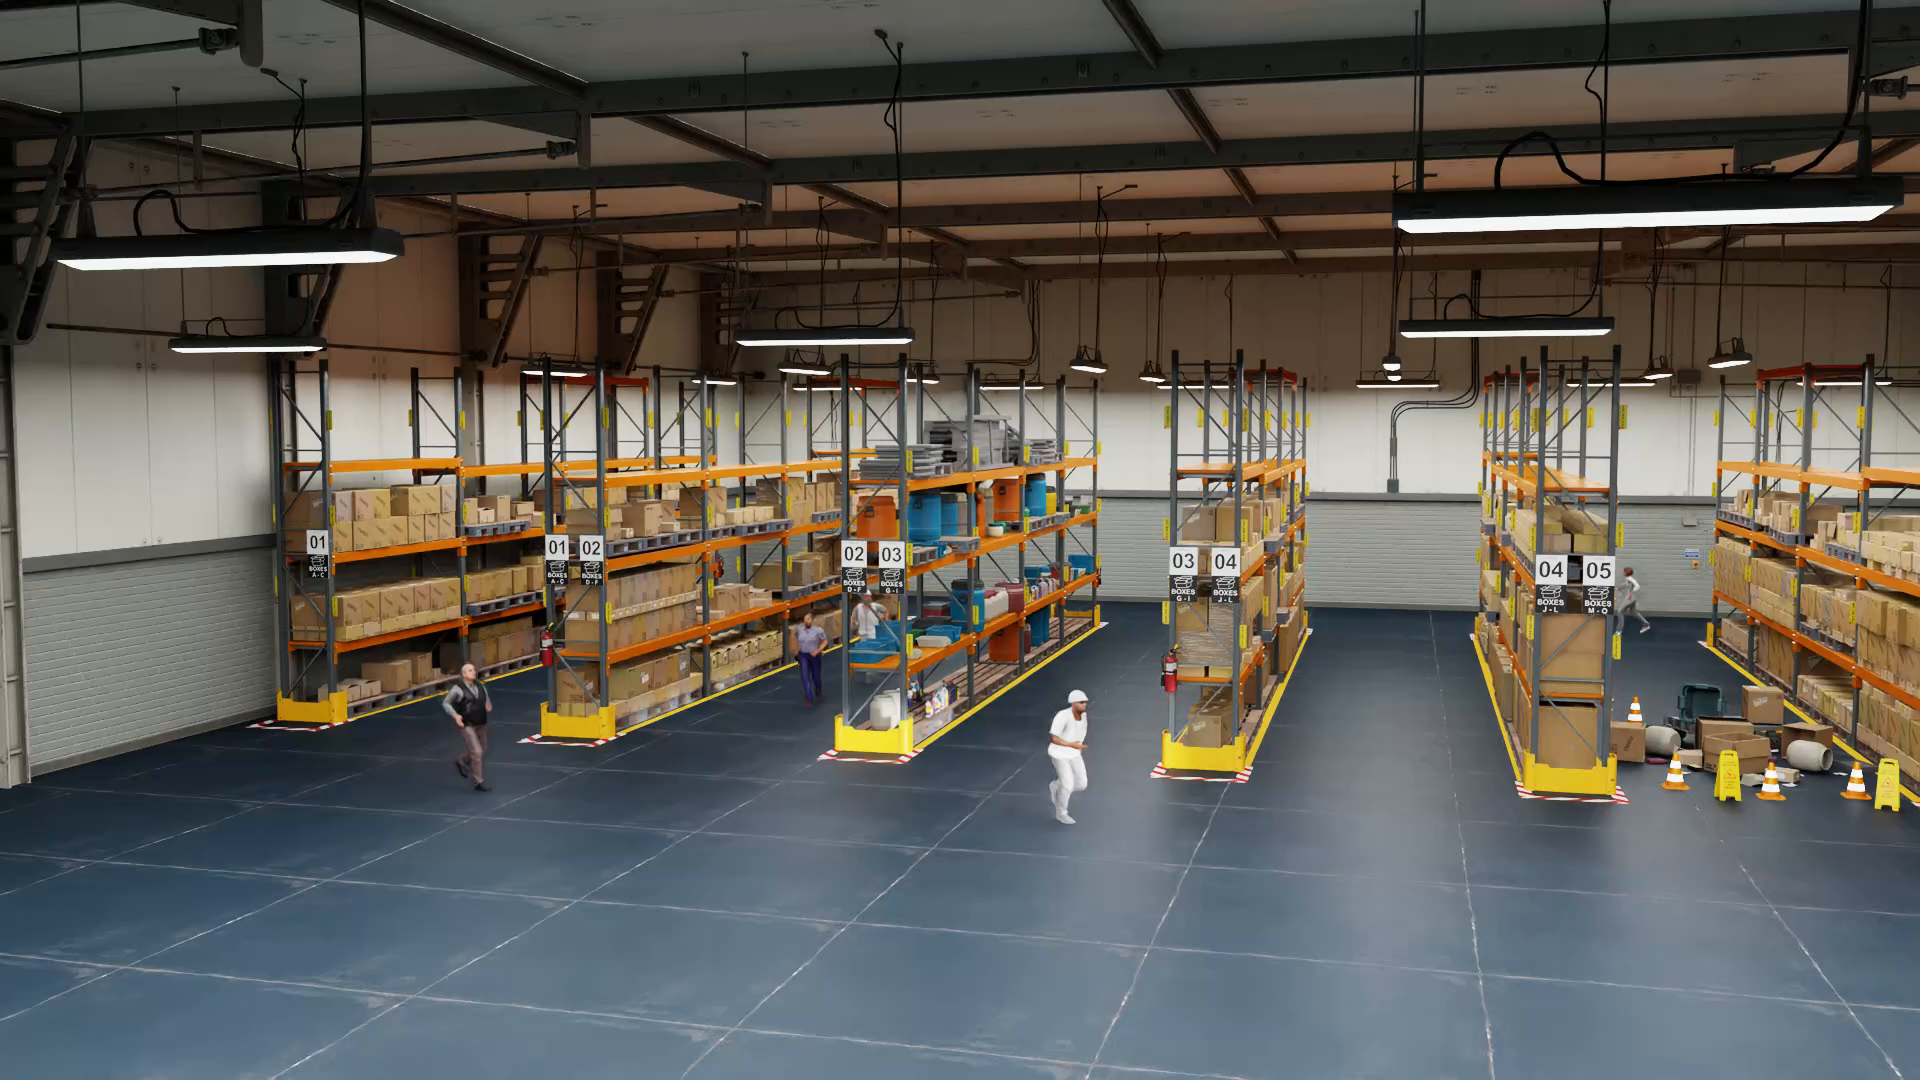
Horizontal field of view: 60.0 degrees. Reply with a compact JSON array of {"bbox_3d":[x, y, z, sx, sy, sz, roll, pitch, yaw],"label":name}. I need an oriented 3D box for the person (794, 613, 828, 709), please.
[{"bbox_3d":[-2.635,2.096,29.313,0.630,1.644,0.895,0,4,6],"label":"person"}]

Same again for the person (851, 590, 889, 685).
[{"bbox_3d":[-1.727,1.833,31.678,0.675,1.816,0.910,1,4,15],"label":"person"}]

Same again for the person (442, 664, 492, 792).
[{"bbox_3d":[-6.654,2.529,22.591,0.875,1.696,0.669,3,5,36],"label":"person"}]

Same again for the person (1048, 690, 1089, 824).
[{"bbox_3d":[1.376,2.688,20.606,0.676,1.696,0.655,-4,5,-41],"label":"person"}]

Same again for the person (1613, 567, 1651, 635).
[{"bbox_3d":[15.565,1.435,38.517,0.850,1.630,0.549,2,4,23],"label":"person"}]
